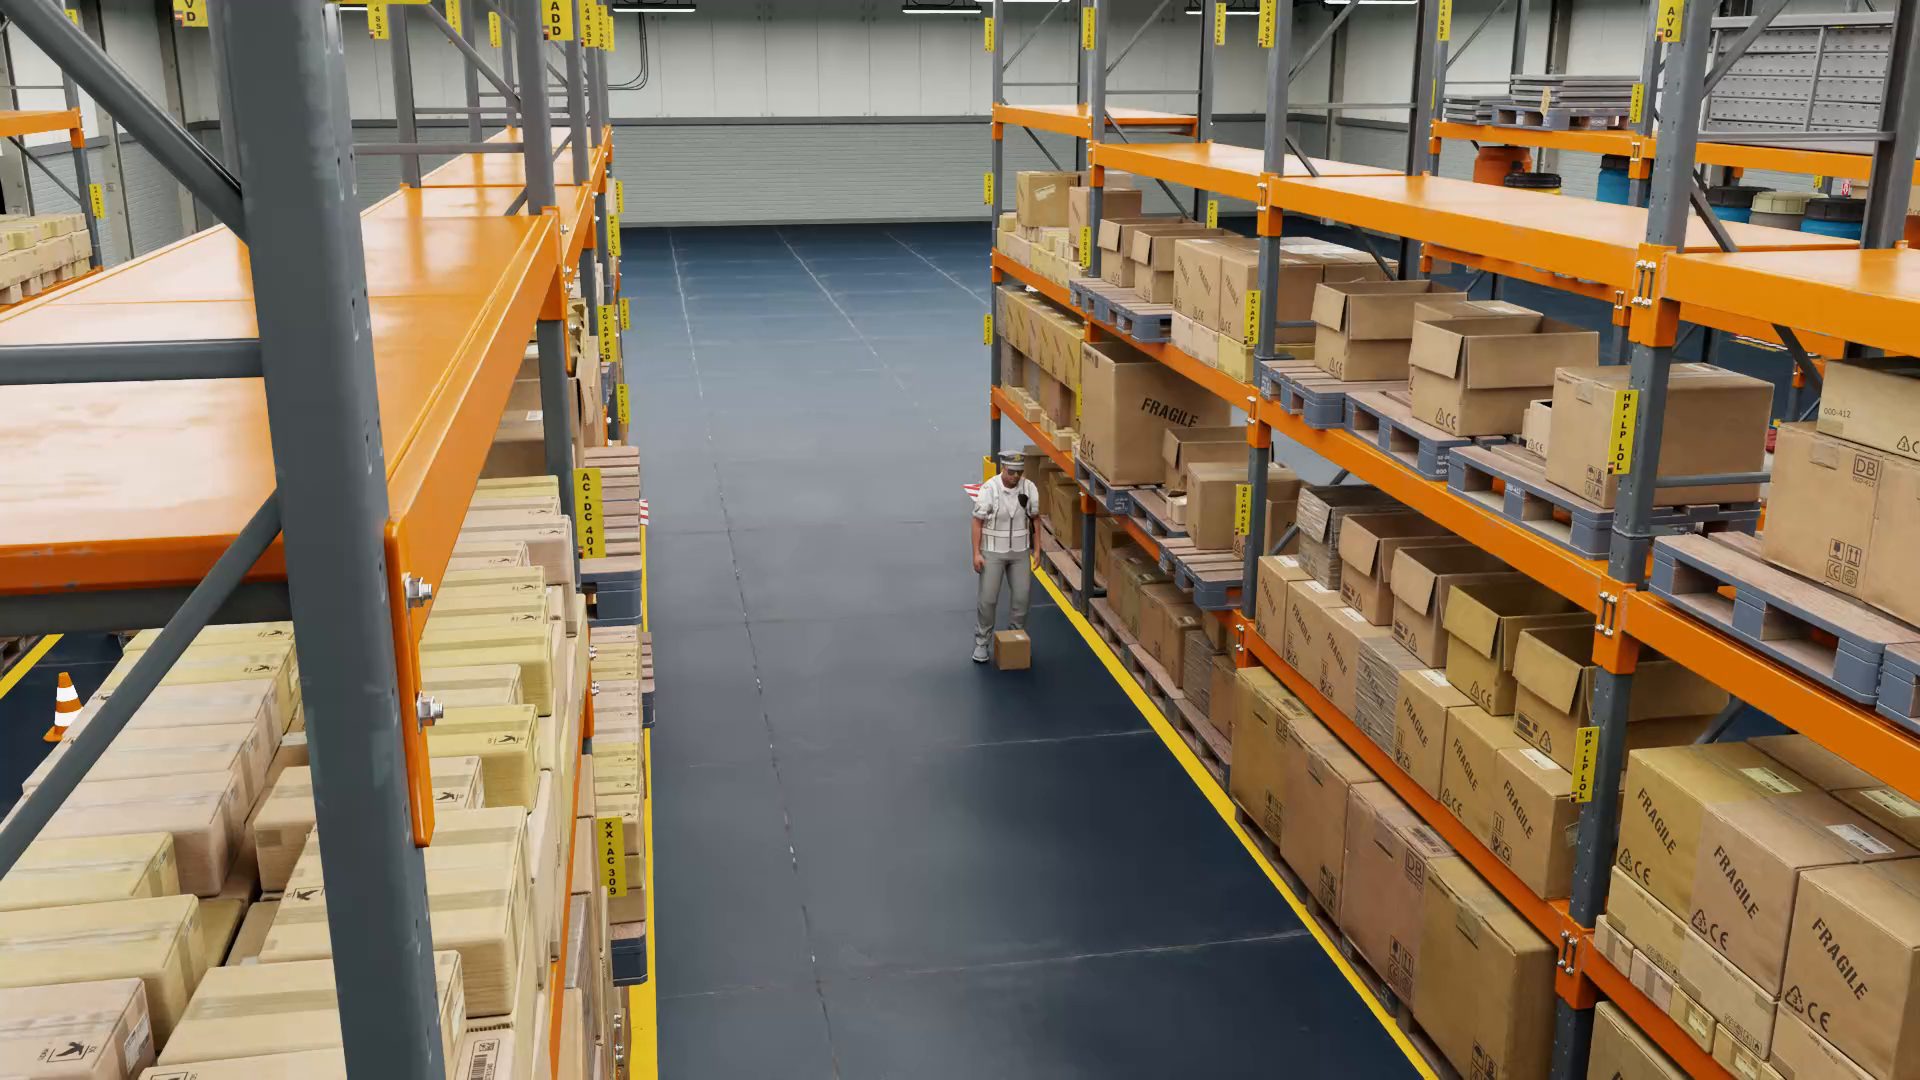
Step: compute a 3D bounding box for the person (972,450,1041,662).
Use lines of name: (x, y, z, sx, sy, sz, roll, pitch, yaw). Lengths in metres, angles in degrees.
person: (0.374, 0.101, 13.670, 0.606, 1.749, 0.433, -4, 17, -14)
